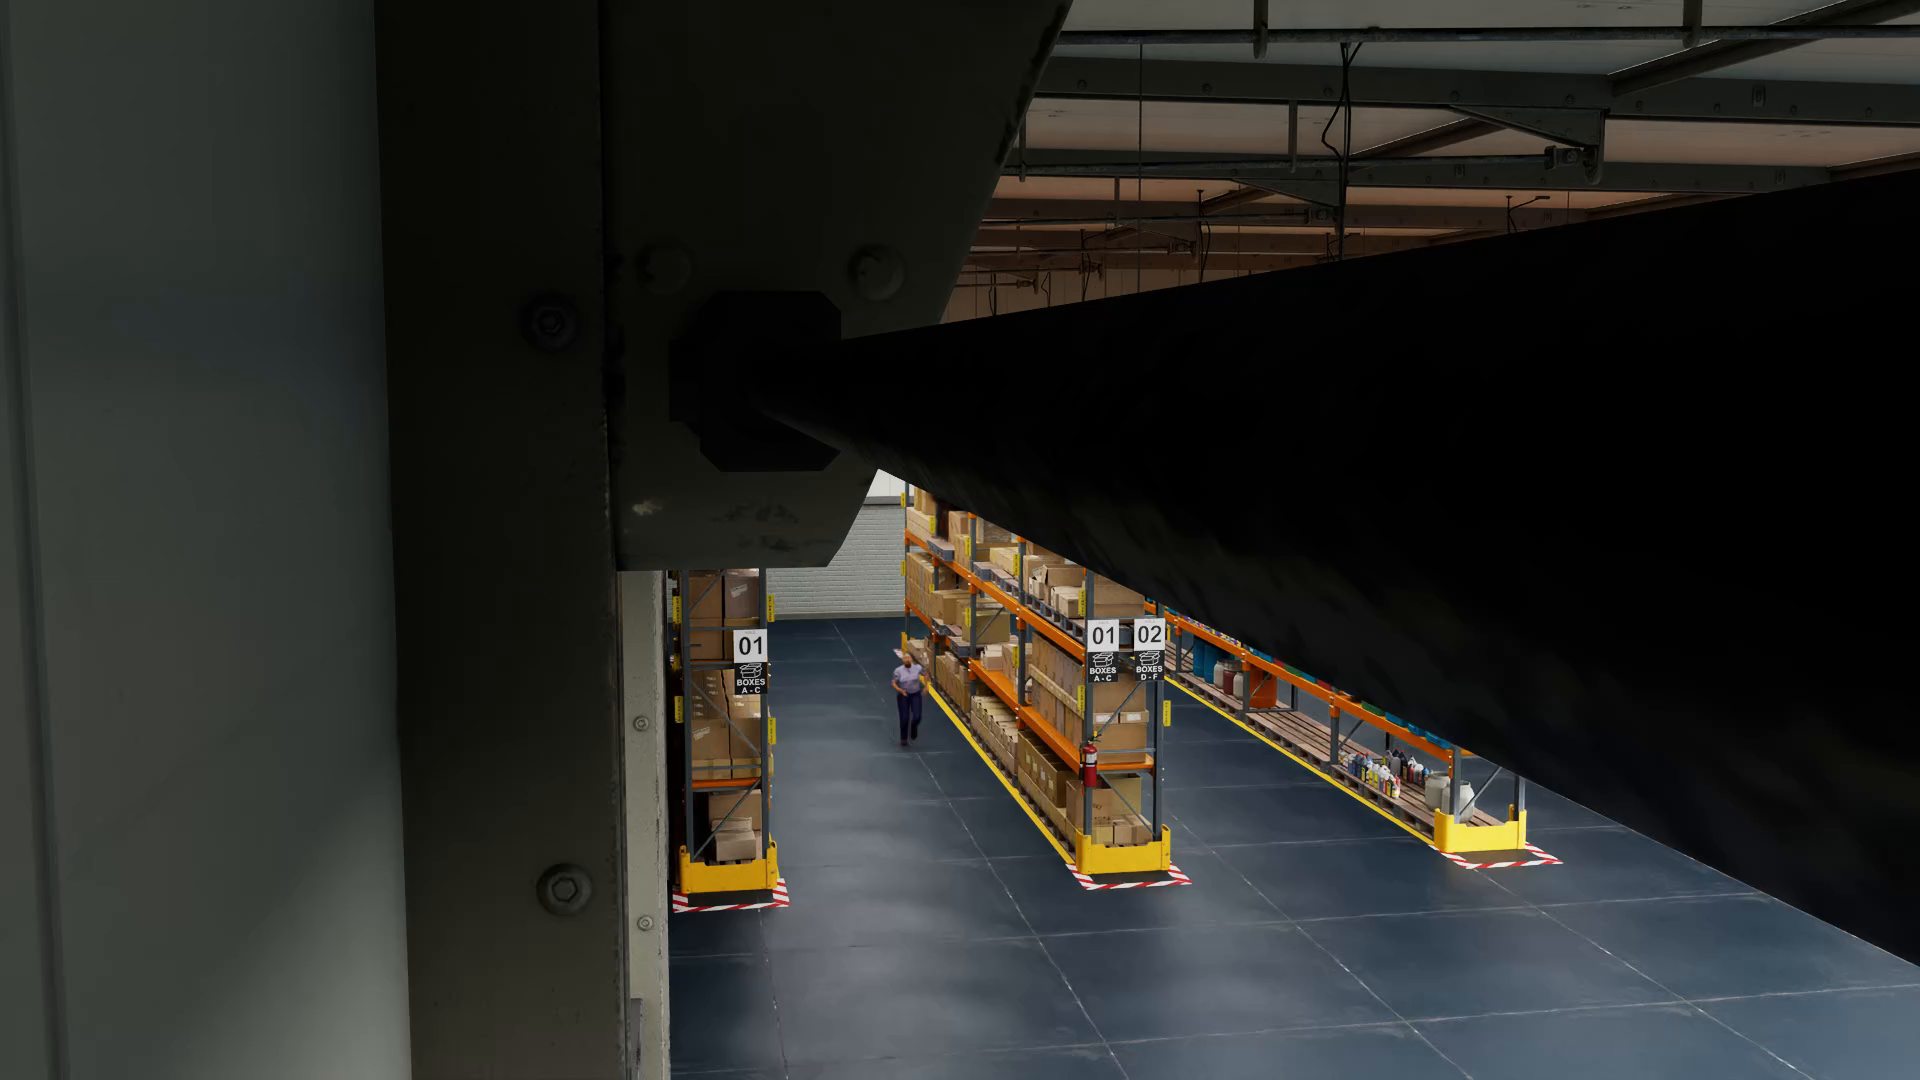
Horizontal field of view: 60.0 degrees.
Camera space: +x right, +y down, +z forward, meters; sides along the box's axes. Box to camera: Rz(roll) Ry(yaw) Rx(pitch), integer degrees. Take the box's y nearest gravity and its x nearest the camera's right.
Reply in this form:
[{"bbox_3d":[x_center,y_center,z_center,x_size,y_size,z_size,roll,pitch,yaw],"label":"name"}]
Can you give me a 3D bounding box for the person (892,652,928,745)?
[{"bbox_3d":[-0.827,2.656,27.776,0.628,1.601,0.697,-1,6,-5],"label":"person"}]
